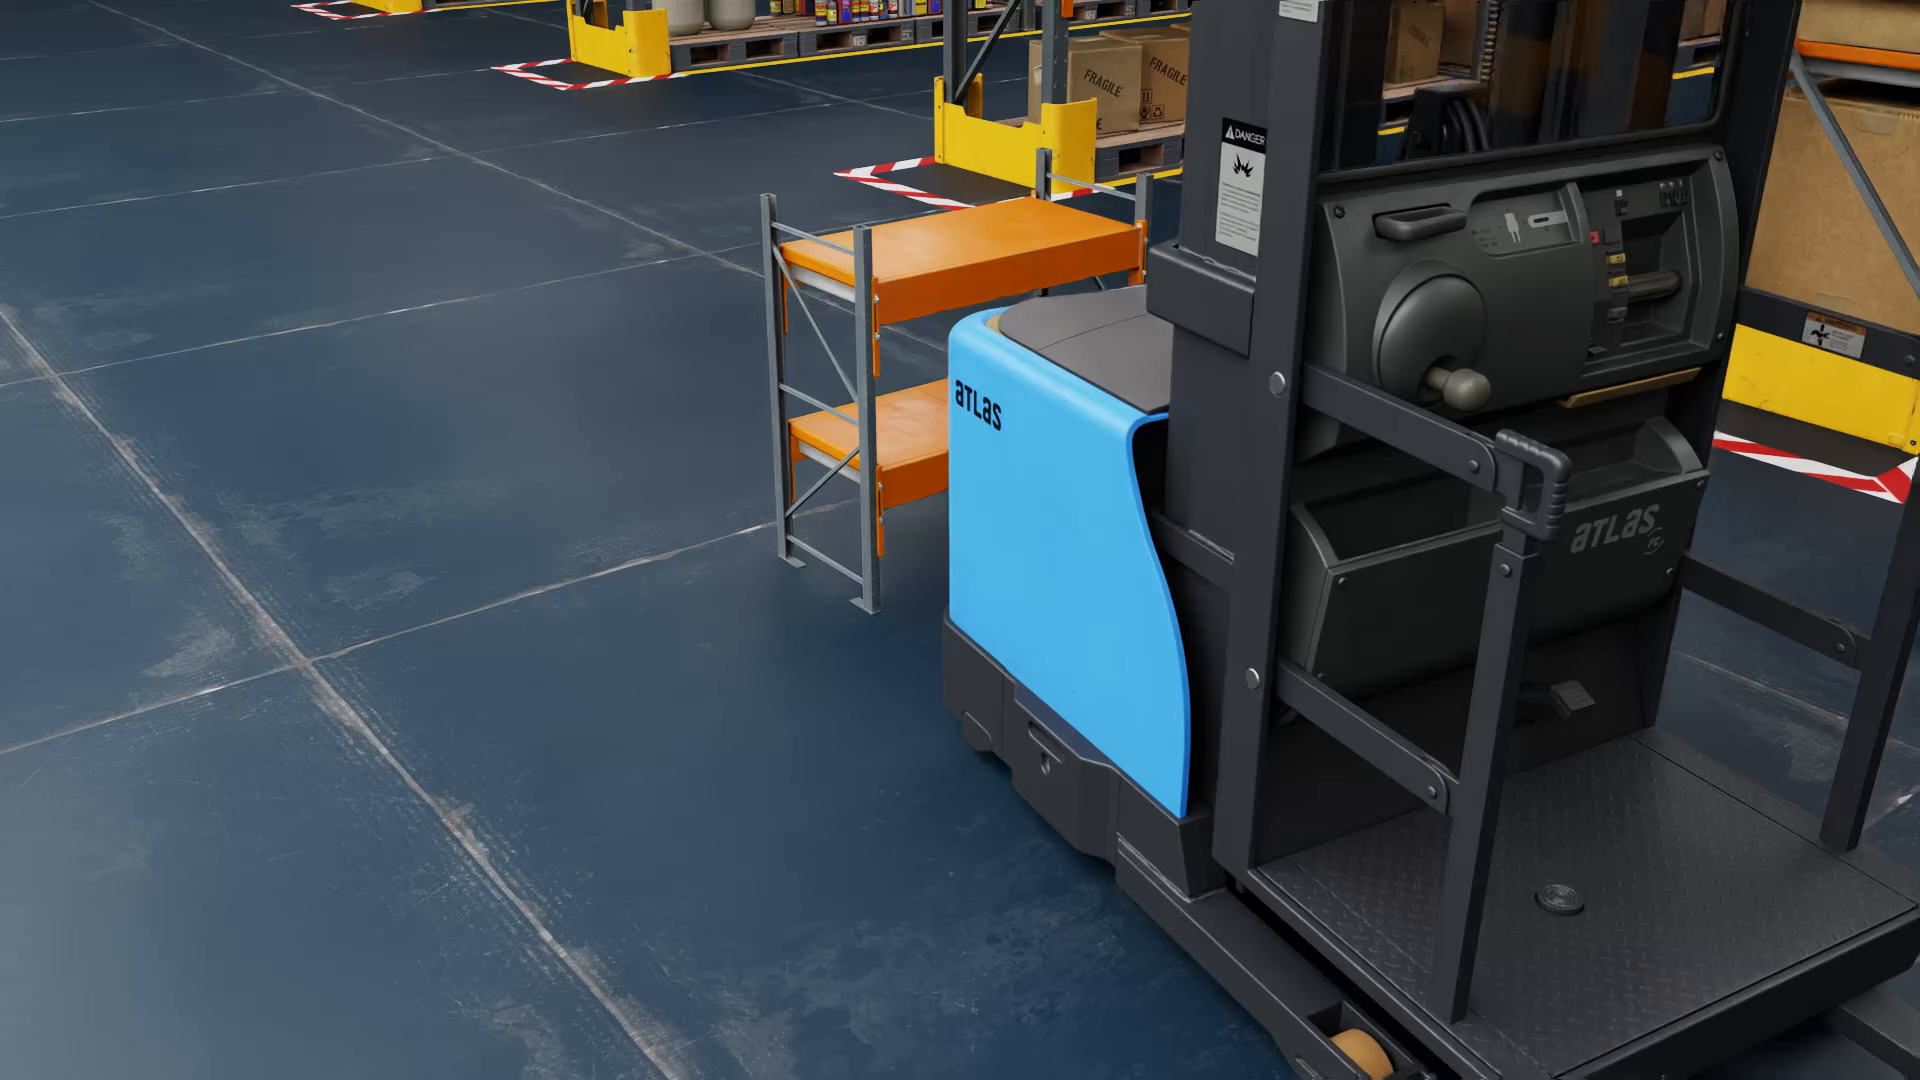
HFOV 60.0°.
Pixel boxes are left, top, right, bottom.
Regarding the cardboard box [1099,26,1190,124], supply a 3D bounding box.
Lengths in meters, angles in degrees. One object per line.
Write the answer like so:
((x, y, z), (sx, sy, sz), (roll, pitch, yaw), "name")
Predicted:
((1.204, -2.931, 10.474), (0.500, 0.500, 0.500), (-10, 27, -21), "cardboard box")

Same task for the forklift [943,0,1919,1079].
((1.103, -0.425, 2.685), (1.130, 2.935, 3.031), (-13, 28, -26), "forklift")

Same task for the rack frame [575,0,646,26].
((-2.803, -5.192, 12.875), (0.127, 3.000, 1.000), (-18, 31, -34), "rack frame")

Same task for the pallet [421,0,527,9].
((-5.281, -5.782, 17.457), (1.213, 0.211, 1.003), (-18, 31, -34), "pallet")

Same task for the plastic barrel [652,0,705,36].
((-2.333, -4.451, 13.733), (0.421, 0.512, 0.421), (0, 25, 0), "plastic barrel")

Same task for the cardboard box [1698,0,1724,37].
((6.033, -4.515, 13.861), (0.500, 0.500, 0.700), (-20, 32, -37), "cardboard box")

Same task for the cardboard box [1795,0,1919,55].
((3.498, -2.062, 5.951), (0.550, 0.550, 0.875), (-18, 31, -34), "cardboard box")

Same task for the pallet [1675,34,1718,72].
((5.932, -4.162, 13.968), (1.213, 0.211, 1.003), (-18, 31, -34), "pallet")

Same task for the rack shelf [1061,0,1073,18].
((1.827, -3.745, 10.610), (4.000, 0.370, 1.077), (-18, 31, -34), "rack shelf")

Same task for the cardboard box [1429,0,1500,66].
((3.897, -3.809, 12.340), (0.500, 0.500, 0.700), (-21, 32, -38), "cardboard box")

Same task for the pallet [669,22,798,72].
((-2.130, -4.172, 13.989), (1.213, 0.211, 1.003), (-18, 31, -34), "pallet")

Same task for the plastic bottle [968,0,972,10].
((0.015, -4.967, 15.012), (0.185, 0.351, 0.144), (-19, 31, -35), "plastic bottle")

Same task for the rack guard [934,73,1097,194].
((0.313, -2.437, 9.908), (0.348, 0.500, 1.175), (-18, 31, -34), "rack guard")

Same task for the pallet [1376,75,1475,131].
((2.894, -3.139, 11.764), (1.213, 0.211, 1.003), (-18, 31, -34), "pallet")

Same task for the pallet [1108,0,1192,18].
((1.899, -5.502, 16.854), (1.213, 0.211, 1.003), (-18, 31, -34), "pallet")

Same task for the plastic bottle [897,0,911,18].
((-0.520, -4.758, 14.652), (0.135, 0.276, 0.152), (-18, 30, -33), "plastic bottle")

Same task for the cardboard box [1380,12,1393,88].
((2.615, -3.405, 11.495), (0.500, 0.500, 0.500), (-9, 26, -18), "cardboard box")

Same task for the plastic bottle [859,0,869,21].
((-0.836, -4.637, 14.396), (0.097, 0.271, 0.097), (0, 25, 0), "plastic bottle")

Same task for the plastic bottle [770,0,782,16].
((-1.629, -4.745, 14.712), (0.097, 0.201, 0.097), (0, 25, 0), "plastic bottle")

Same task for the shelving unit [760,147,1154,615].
((0.005, -0.512, 5.017), (1.048, 1.125, 0.538), (-18, 31, -34), "shelving unit")

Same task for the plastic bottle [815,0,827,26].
((-1.184, -4.522, 14.149), (0.097, 0.271, 0.097), (0, 25, 0), "plastic bottle")

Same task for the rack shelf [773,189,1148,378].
((0.005, -0.777, 4.894), (1.000, 0.278, 0.538), (-18, 31, -34), "rack shelf")

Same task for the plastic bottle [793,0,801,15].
((-1.414, -4.835, 14.818), (0.135, 0.276, 0.152), (-18, 30, -34), "plastic bottle")

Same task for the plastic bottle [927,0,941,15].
((-0.238, -4.830, 14.798), (0.133, 0.283, 0.061), (-16, 29, -31), "plastic bottle")

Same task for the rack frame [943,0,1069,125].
((0.253, -3.551, 9.339), (0.127, 3.000, 1.000), (-18, 31, -34), "rack frame")

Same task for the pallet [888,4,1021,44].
((-0.210, -4.806, 15.354), (1.213, 0.211, 1.003), (-18, 31, -34), "pallet")

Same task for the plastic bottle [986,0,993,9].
((0.251, -4.964, 15.184), (0.097, 0.201, 0.097), (0, 25, 0), "plastic bottle")

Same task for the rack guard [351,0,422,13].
((-5.876, -5.694, 16.925), (0.348, 0.500, 1.175), (-18, 31, -34), "rack guard")

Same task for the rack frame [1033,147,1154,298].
((0.405, -0.644, 5.302), (0.032, 1.125, 0.500), (-18, 31, -34), "rack frame")

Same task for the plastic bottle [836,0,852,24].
((-0.995, -4.580, 14.260), (0.133, 0.283, 0.061), (-18, 30, -33), "plastic bottle")

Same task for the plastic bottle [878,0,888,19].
((-0.677, -4.690, 14.510), (0.097, 0.271, 0.097), (0, 25, 0), "plastic bottle")
